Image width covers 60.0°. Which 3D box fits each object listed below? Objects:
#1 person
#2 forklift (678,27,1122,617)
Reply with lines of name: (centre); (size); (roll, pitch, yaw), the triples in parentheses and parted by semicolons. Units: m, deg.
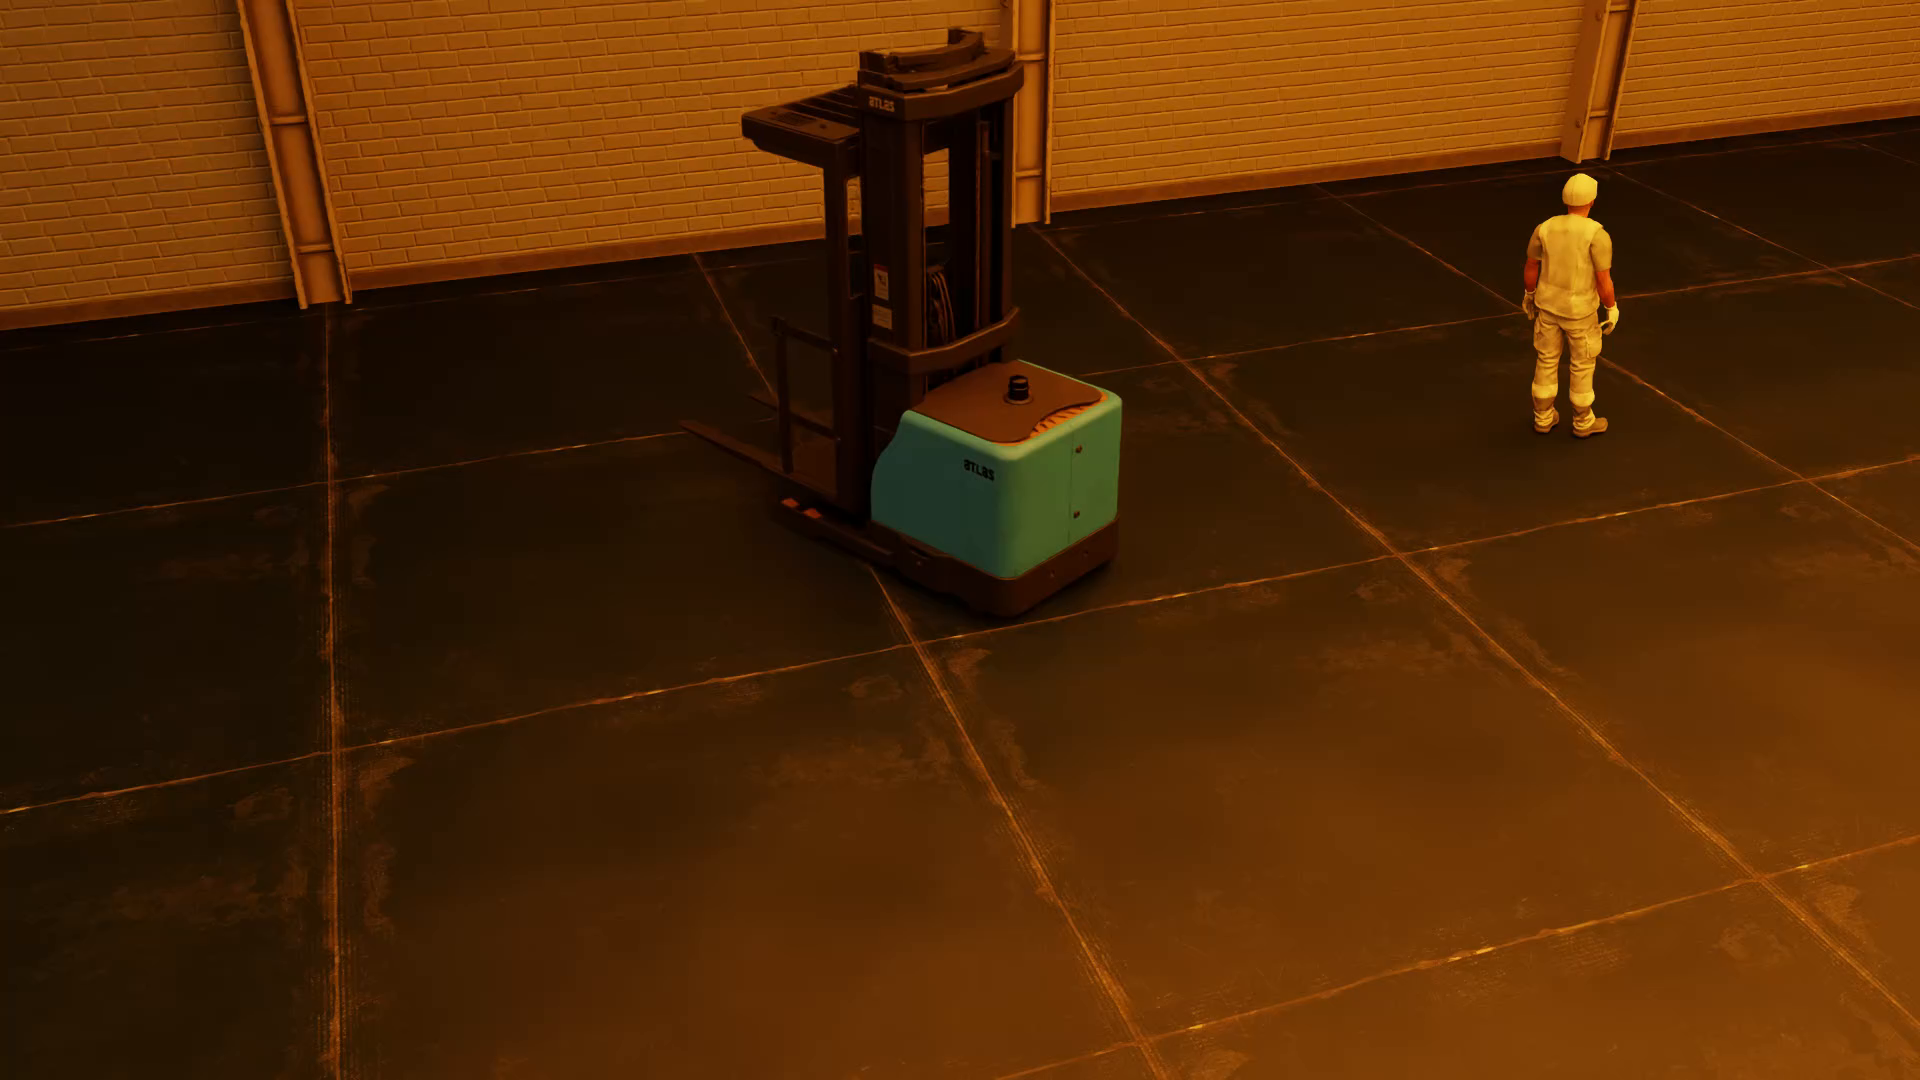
person: (4.023, -1.544, 10.900); (0.637, 1.788, 0.564); (26, 39, 37)
forklift: (-0.508, -1.464, 9.631); (3.031, 2.935, 1.130); (24, 38, 36)
